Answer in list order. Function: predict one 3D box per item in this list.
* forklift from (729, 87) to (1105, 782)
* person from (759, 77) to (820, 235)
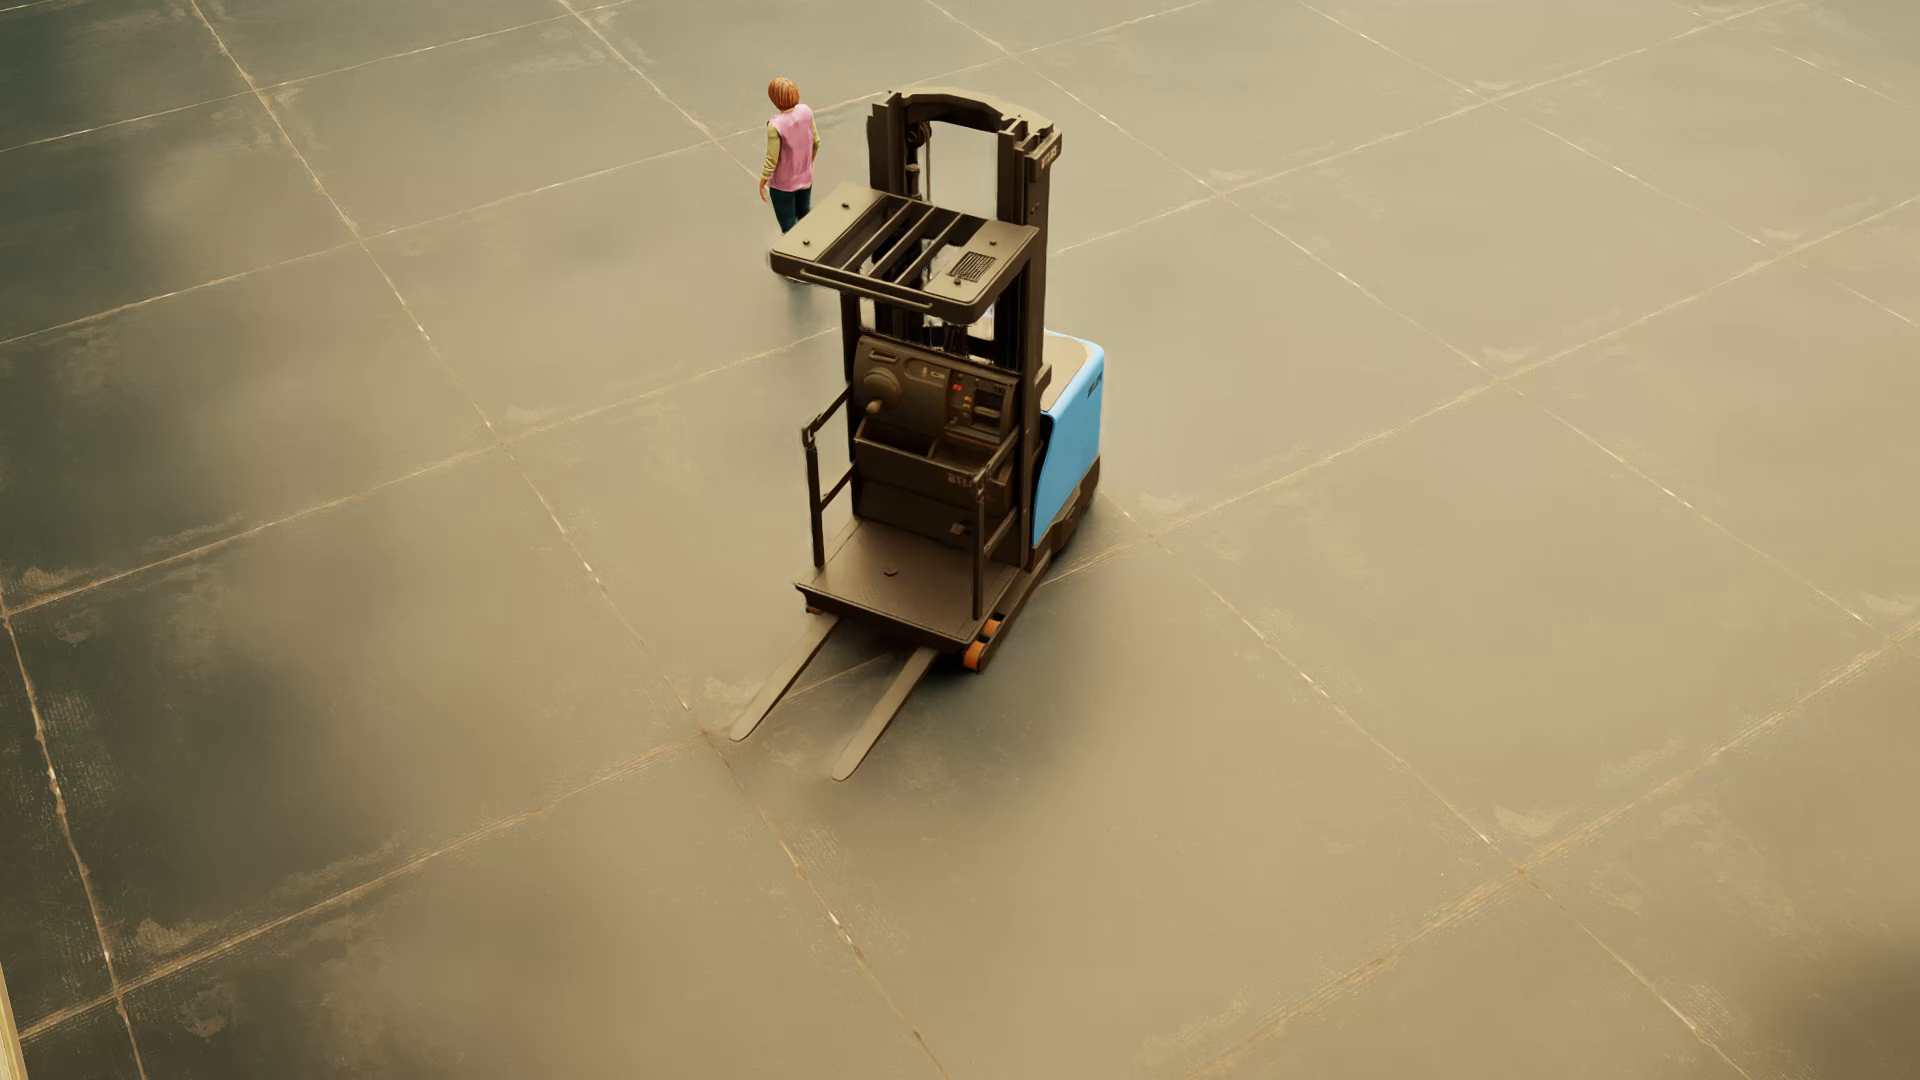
[{"bbox_3d":[-0.233,-0.711,8.684,1.130,2.935,3.031,18,44,19],"label":"forklift"},{"bbox_3d":[-1.247,-2.591,11.838,0.520,1.597,0.475,-32,50,-31],"label":"person"}]
